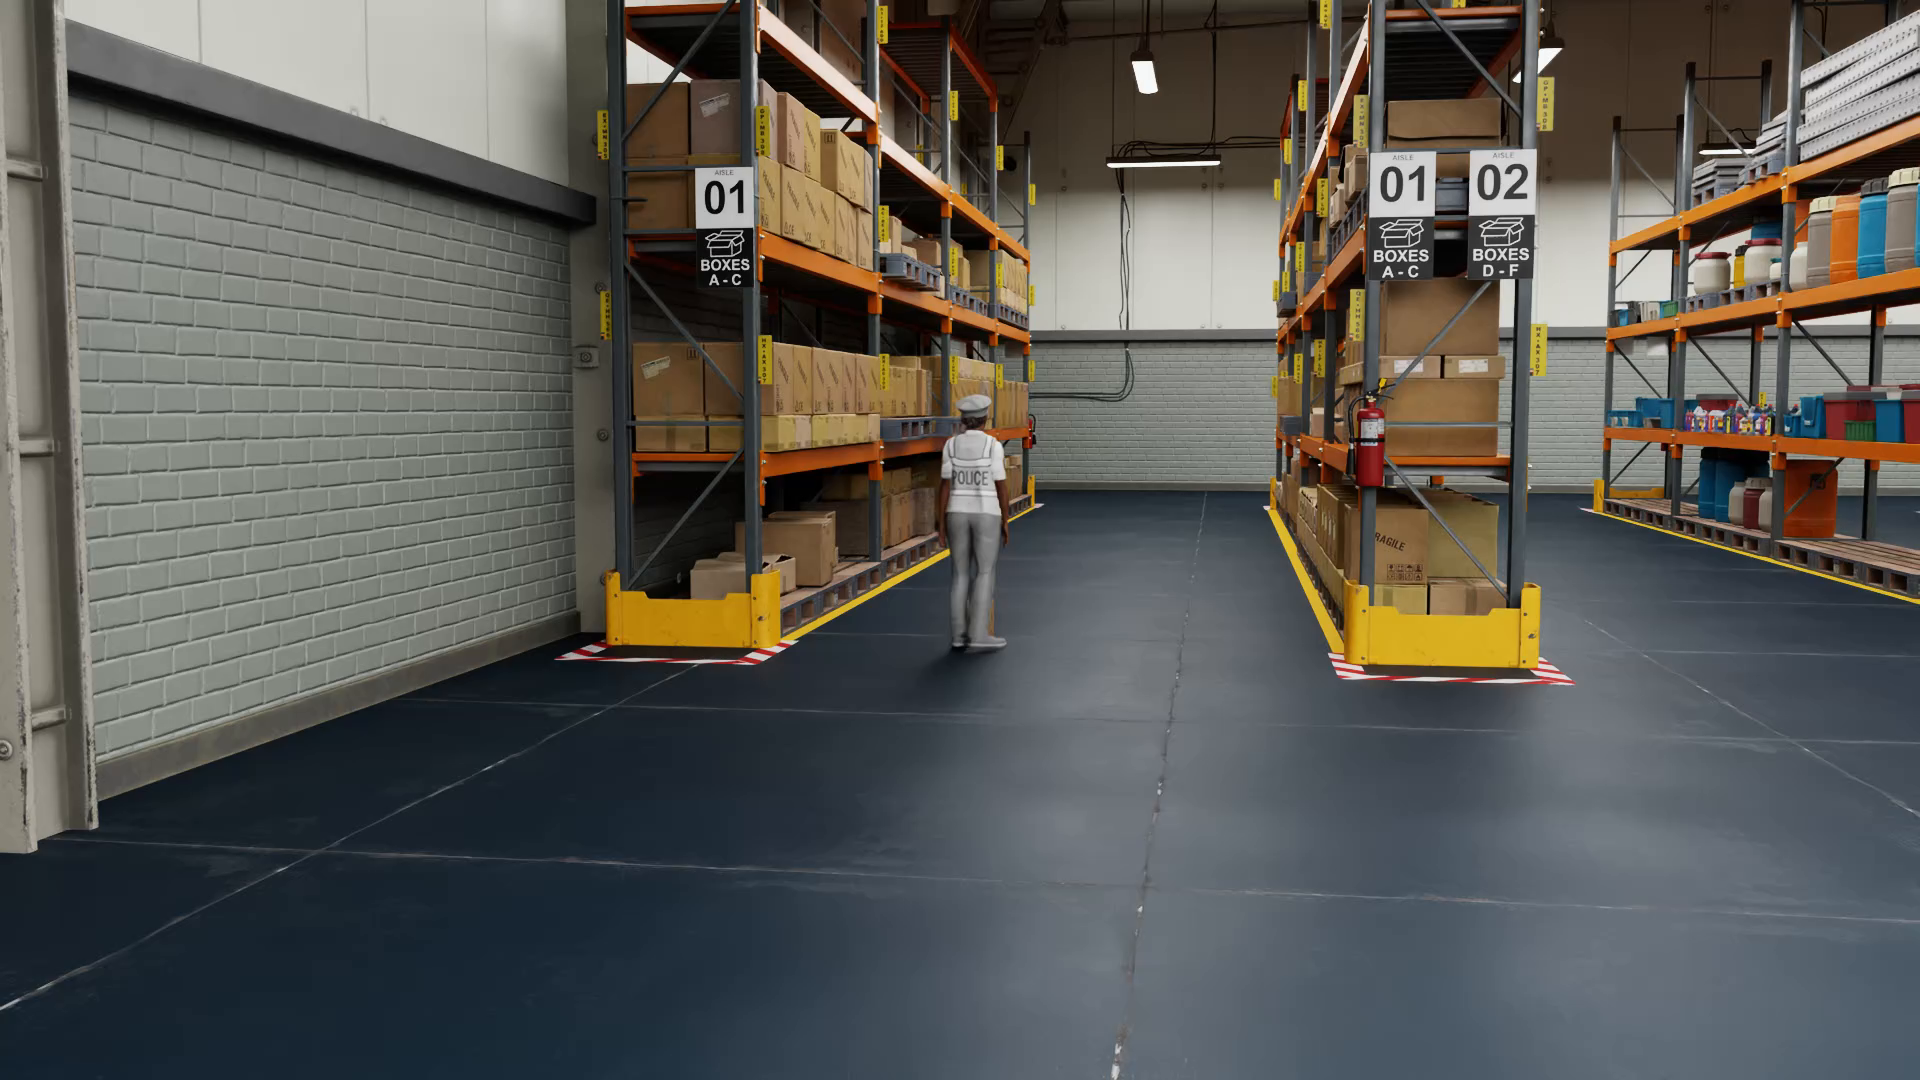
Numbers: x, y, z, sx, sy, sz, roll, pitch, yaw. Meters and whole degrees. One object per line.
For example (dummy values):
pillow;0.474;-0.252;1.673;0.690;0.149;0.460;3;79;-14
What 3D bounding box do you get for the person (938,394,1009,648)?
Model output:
person;0.091;-0.127;11.084;0.475;1.685;0.368;2;5;18
